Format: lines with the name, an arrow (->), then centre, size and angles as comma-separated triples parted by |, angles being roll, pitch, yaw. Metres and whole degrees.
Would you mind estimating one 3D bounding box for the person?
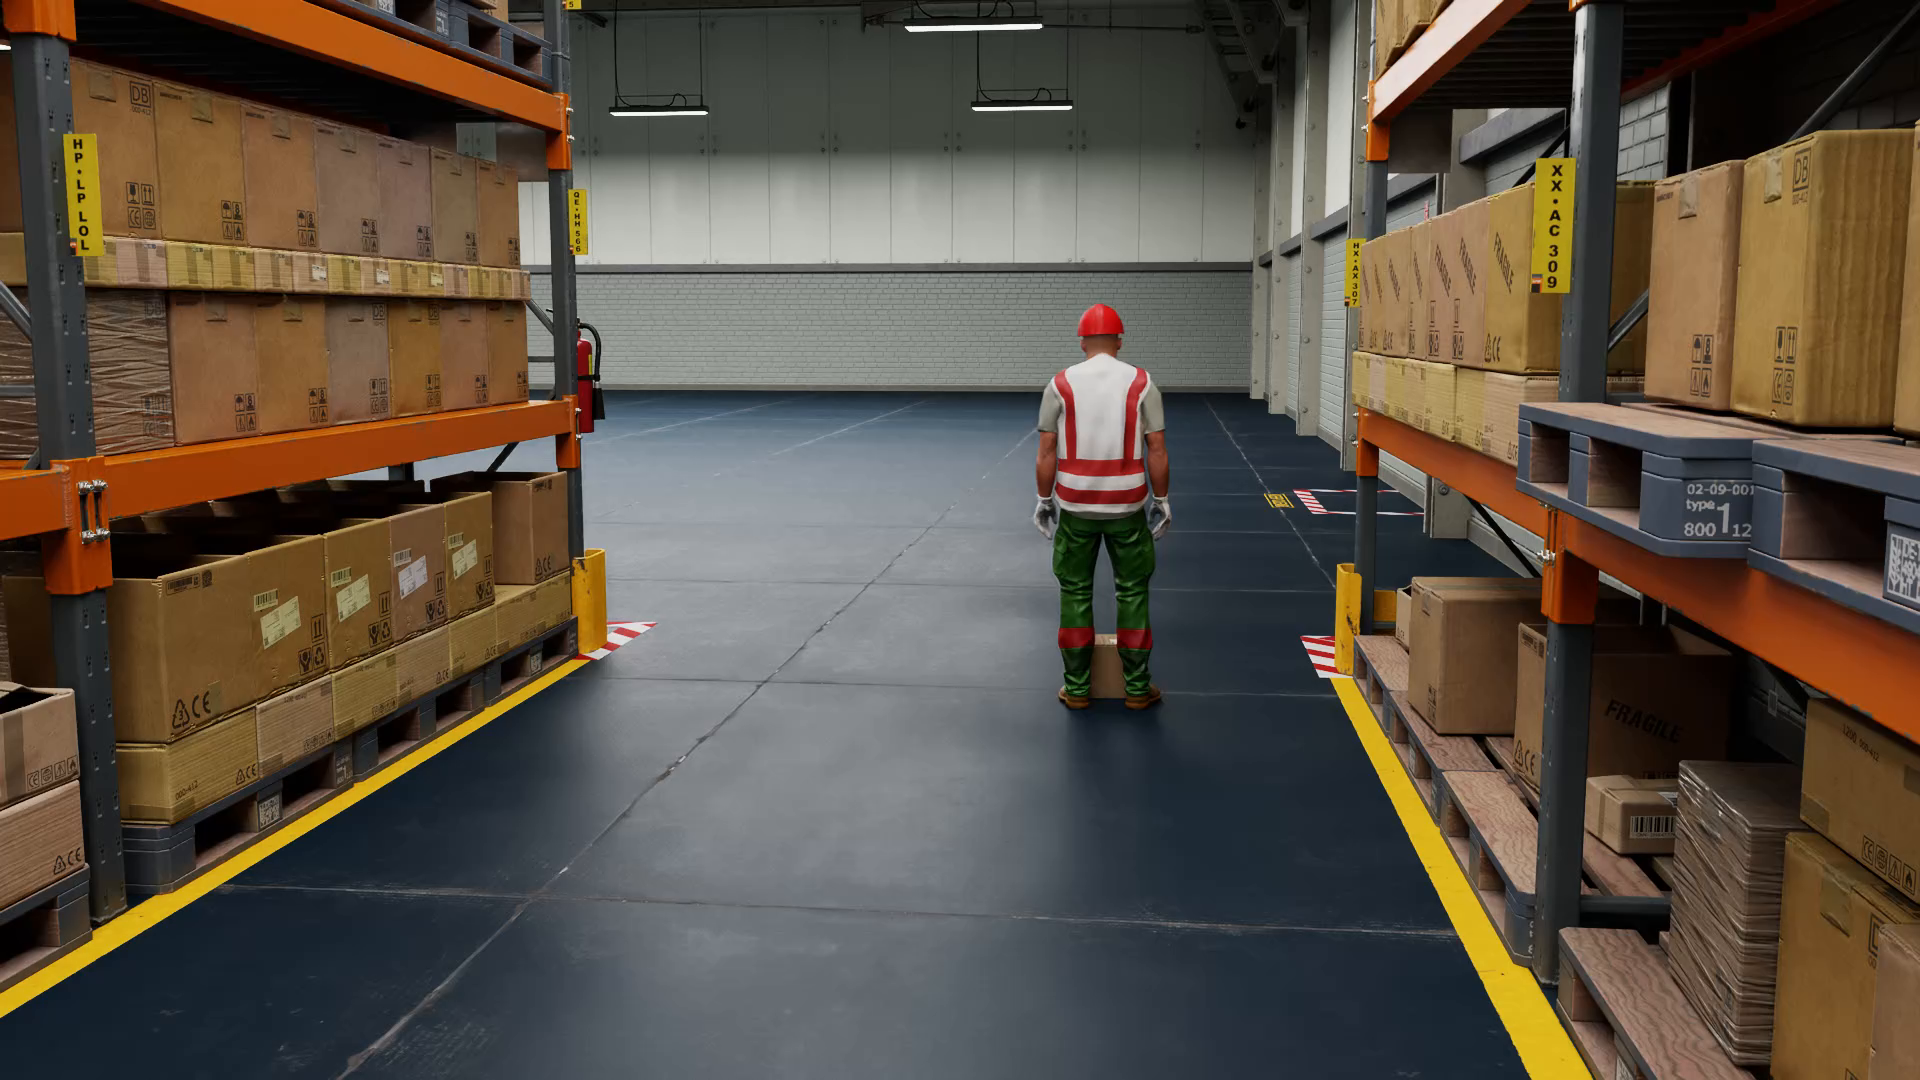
person -> 0.631, -0.147, 7.343 | 0.608, 1.780, 0.448 | 1, 8, 7
